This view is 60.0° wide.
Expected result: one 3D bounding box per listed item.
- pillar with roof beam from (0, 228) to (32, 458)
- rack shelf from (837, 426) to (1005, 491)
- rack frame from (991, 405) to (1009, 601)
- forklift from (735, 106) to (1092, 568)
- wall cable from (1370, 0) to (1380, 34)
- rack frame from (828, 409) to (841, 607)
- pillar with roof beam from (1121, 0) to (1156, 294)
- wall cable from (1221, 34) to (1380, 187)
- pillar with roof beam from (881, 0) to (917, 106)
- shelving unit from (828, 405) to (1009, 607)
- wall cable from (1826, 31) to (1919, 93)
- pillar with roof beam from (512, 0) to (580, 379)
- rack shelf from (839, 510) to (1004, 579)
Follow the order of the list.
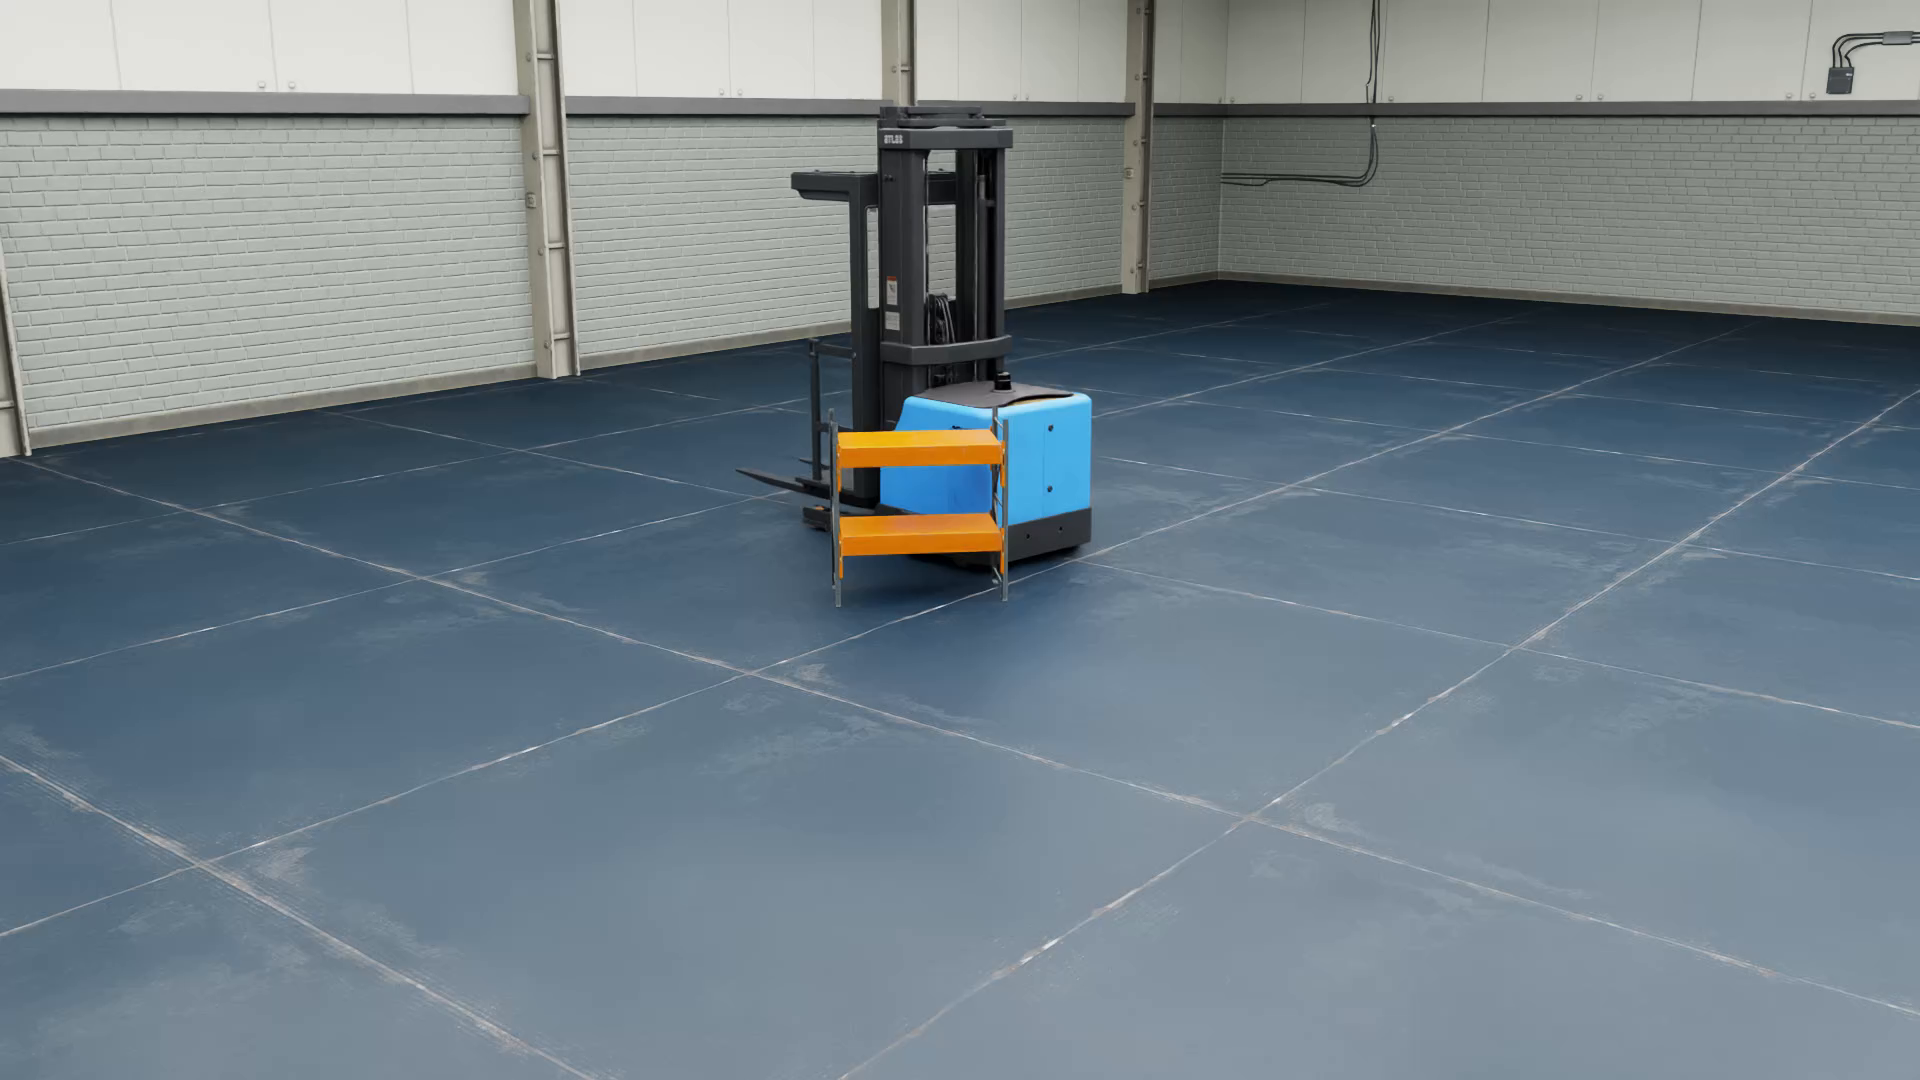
[{"bbox_3d":[-5.018,-4.427,10.774,9.100,9.000,0.400,11,18,38],"label":"pillar with roof beam"},{"bbox_3d":[-0.259,-0.501,10.121,1.000,0.278,0.538,-2,14,-7],"label":"rack shelf"},{"bbox_3d":[0.245,-0.232,10.253,0.032,1.125,0.500,-2,14,-7],"label":"rack frame"},{"bbox_3d":[-0.475,-1.536,11.718,1.130,2.935,3.031,-13,19,-41],"label":"forklift"},{"bbox_3d":[7.931,-9.424,26.493,3.097,2.526,0.112,11,18,38],"label":"wall cable"},{"bbox_3d":[-0.764,-0.202,10.133,0.032,1.125,0.500,-2,14,-7],"label":"rack frame"},{"bbox_3d":[6.295,-7.874,24.343,9.100,9.000,0.400,11,18,38],"label":"pillar with roof beam"},{"bbox_3d":[5.827,-7.395,28.763,3.097,2.526,0.112,11,18,38],"label":"wall cable"},{"bbox_3d":[2.524,-6.725,19.820,9.100,9.000,0.400,11,18,38],"label":"pillar with roof beam"},{"bbox_3d":[-0.259,-0.217,10.193,1.048,1.125,0.538,-2,14,-7],"label":"shelving unit"},{"bbox_3d":[13.201,-9.076,22.167,2.305,6.003,0.169,11,18,38],"label":"wall cable"},{"bbox_3d":[-1.247,-5.576,15.297,9.100,9.000,0.400,11,18,38],"label":"pillar with roof beam"},{"bbox_3d":[-0.259,0.020,10.253,1.000,0.278,0.538,-2,14,-7],"label":"rack shelf"}]
